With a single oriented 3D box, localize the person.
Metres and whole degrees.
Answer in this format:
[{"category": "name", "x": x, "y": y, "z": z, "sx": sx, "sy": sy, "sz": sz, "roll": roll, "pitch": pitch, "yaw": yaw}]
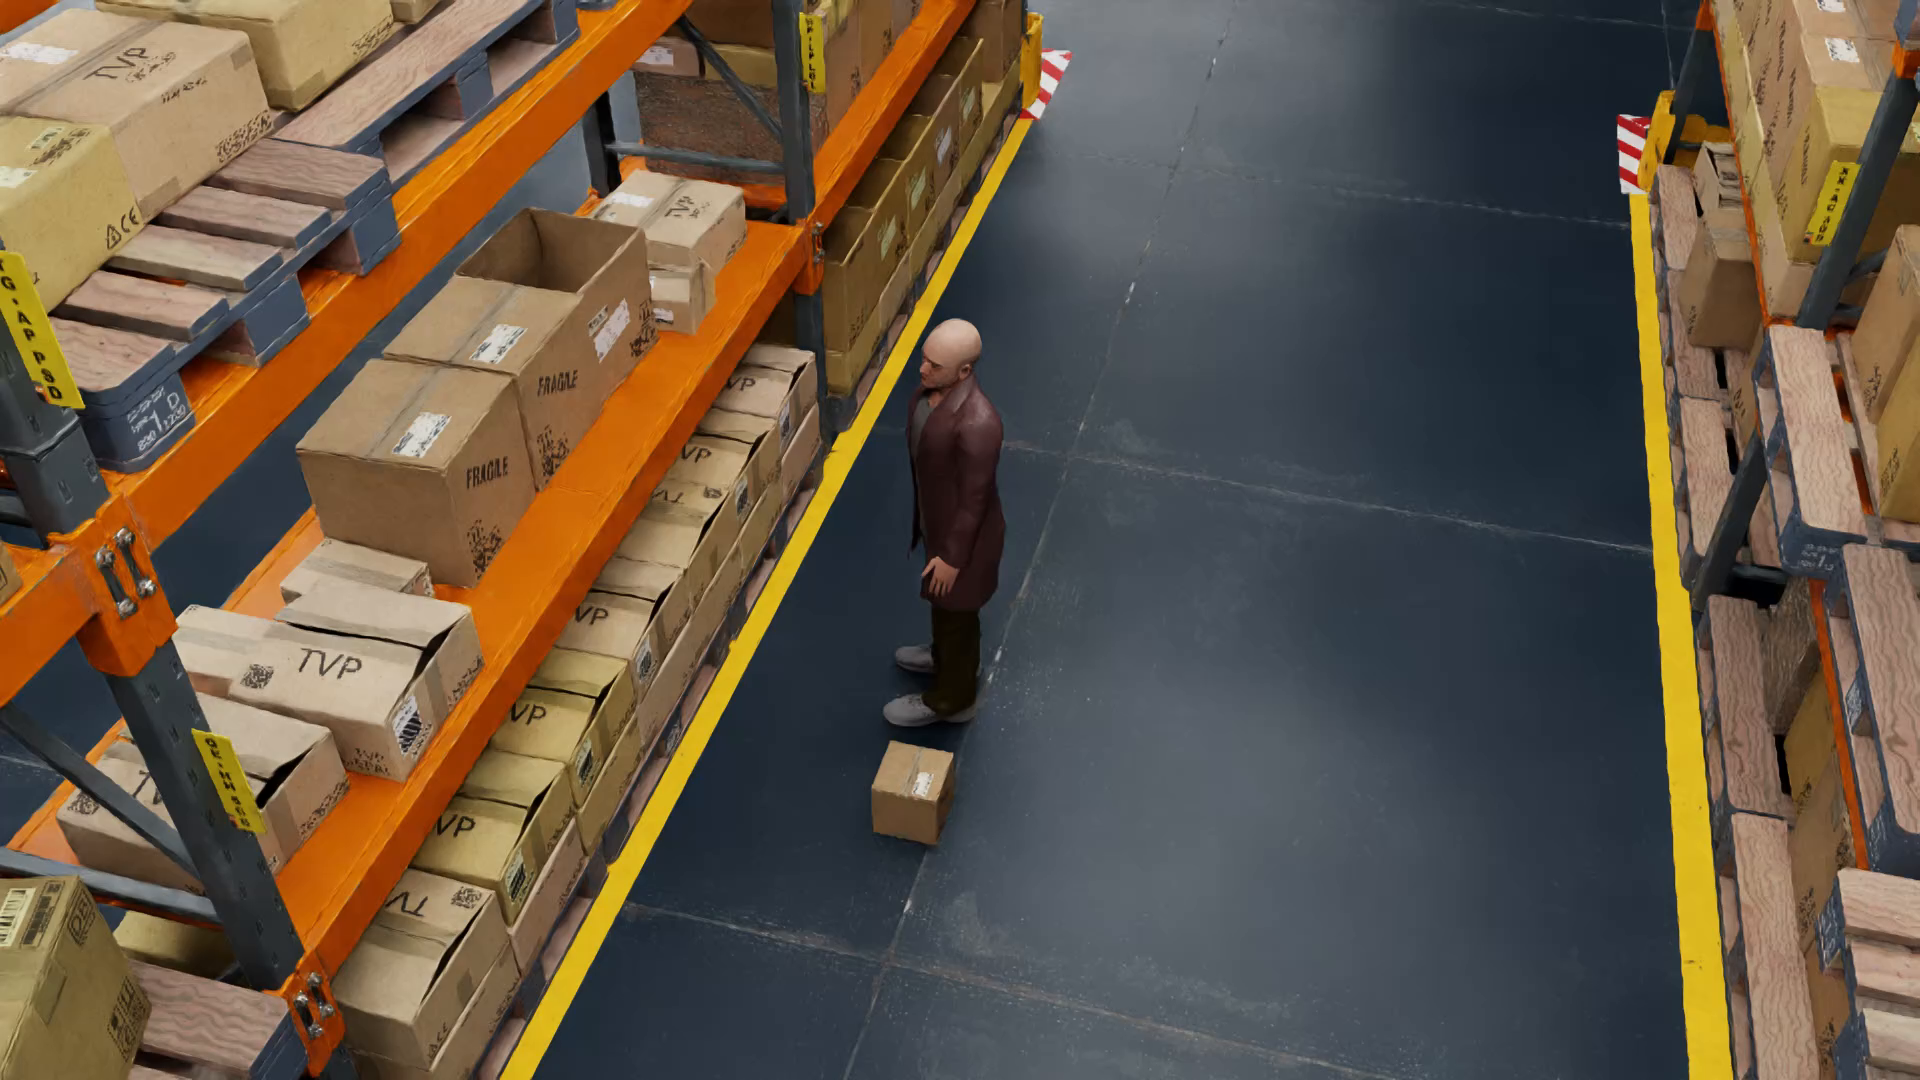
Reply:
[{"category": "person", "x": -0.105, "y": 0.014, "z": 6.255, "sx": 0.494, "sy": 1.596, "sz": 0.637, "roll": -12, "pitch": 42, "yaw": -14}]
